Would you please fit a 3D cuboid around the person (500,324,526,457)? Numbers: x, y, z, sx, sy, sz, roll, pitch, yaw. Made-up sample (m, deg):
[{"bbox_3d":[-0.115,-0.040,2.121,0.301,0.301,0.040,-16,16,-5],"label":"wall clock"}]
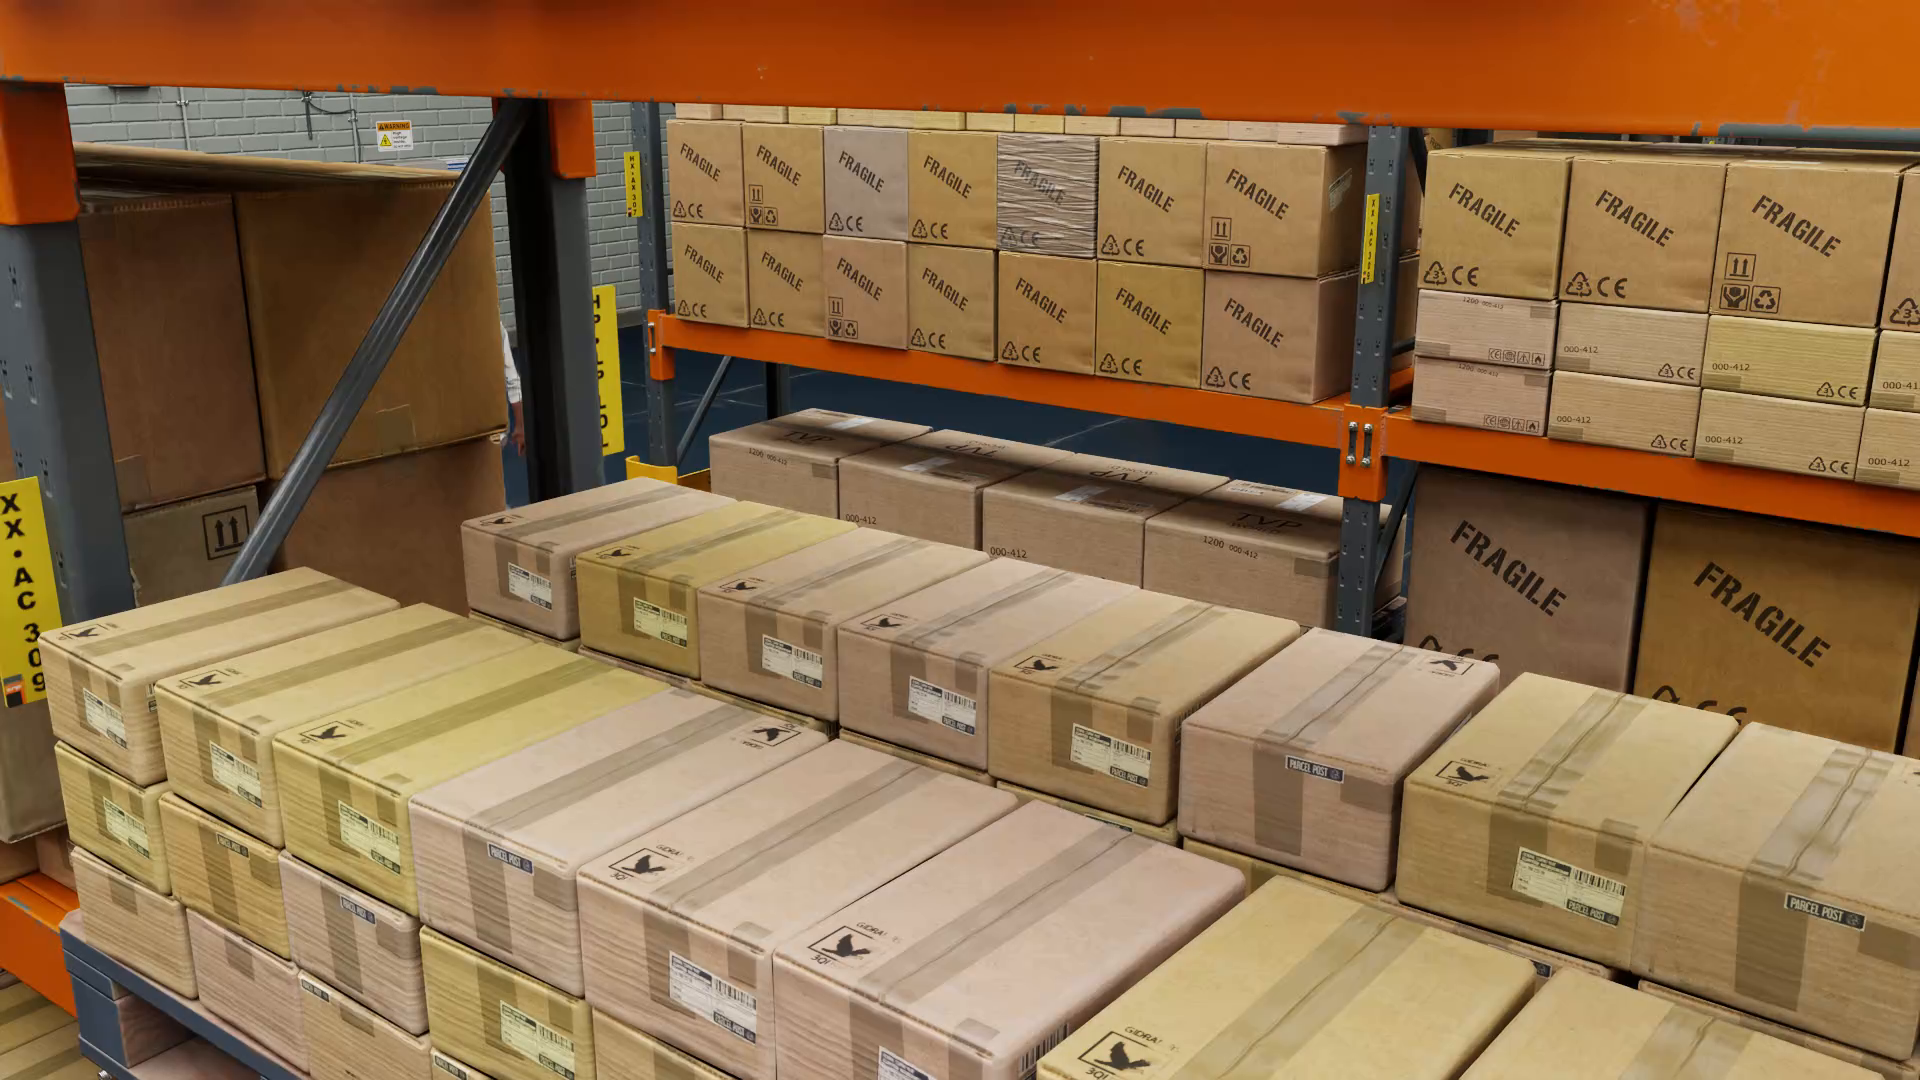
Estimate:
[{"bbox_3d":[-2.398,-0.514,8.208,0.459,1.612,0.508,-15,22,-41],"label":"person"}]
